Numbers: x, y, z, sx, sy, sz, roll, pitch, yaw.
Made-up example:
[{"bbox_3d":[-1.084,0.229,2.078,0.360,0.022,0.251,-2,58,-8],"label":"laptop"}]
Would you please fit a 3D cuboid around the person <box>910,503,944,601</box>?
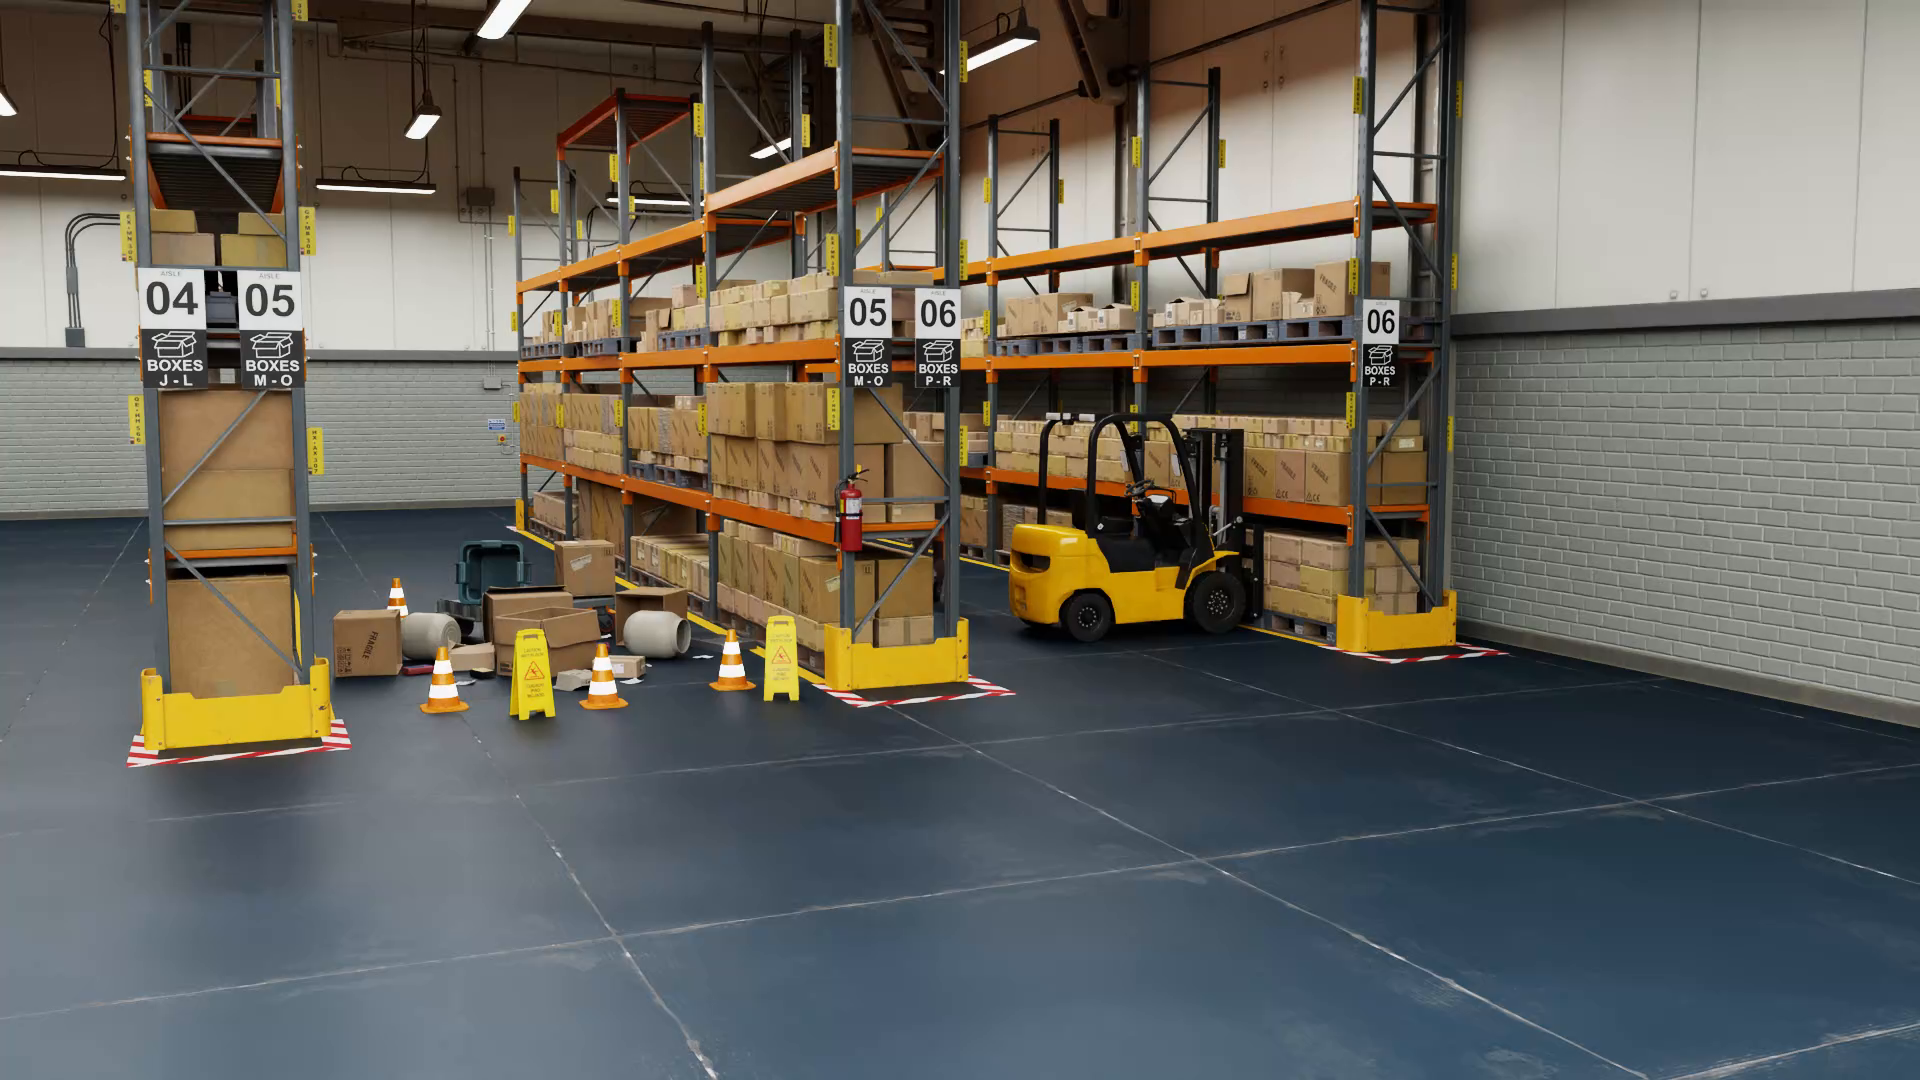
[{"bbox_3d":[-0.293,-0.153,18.459,0.568,1.708,0.759,-1,5,-13],"label":"person"}]
